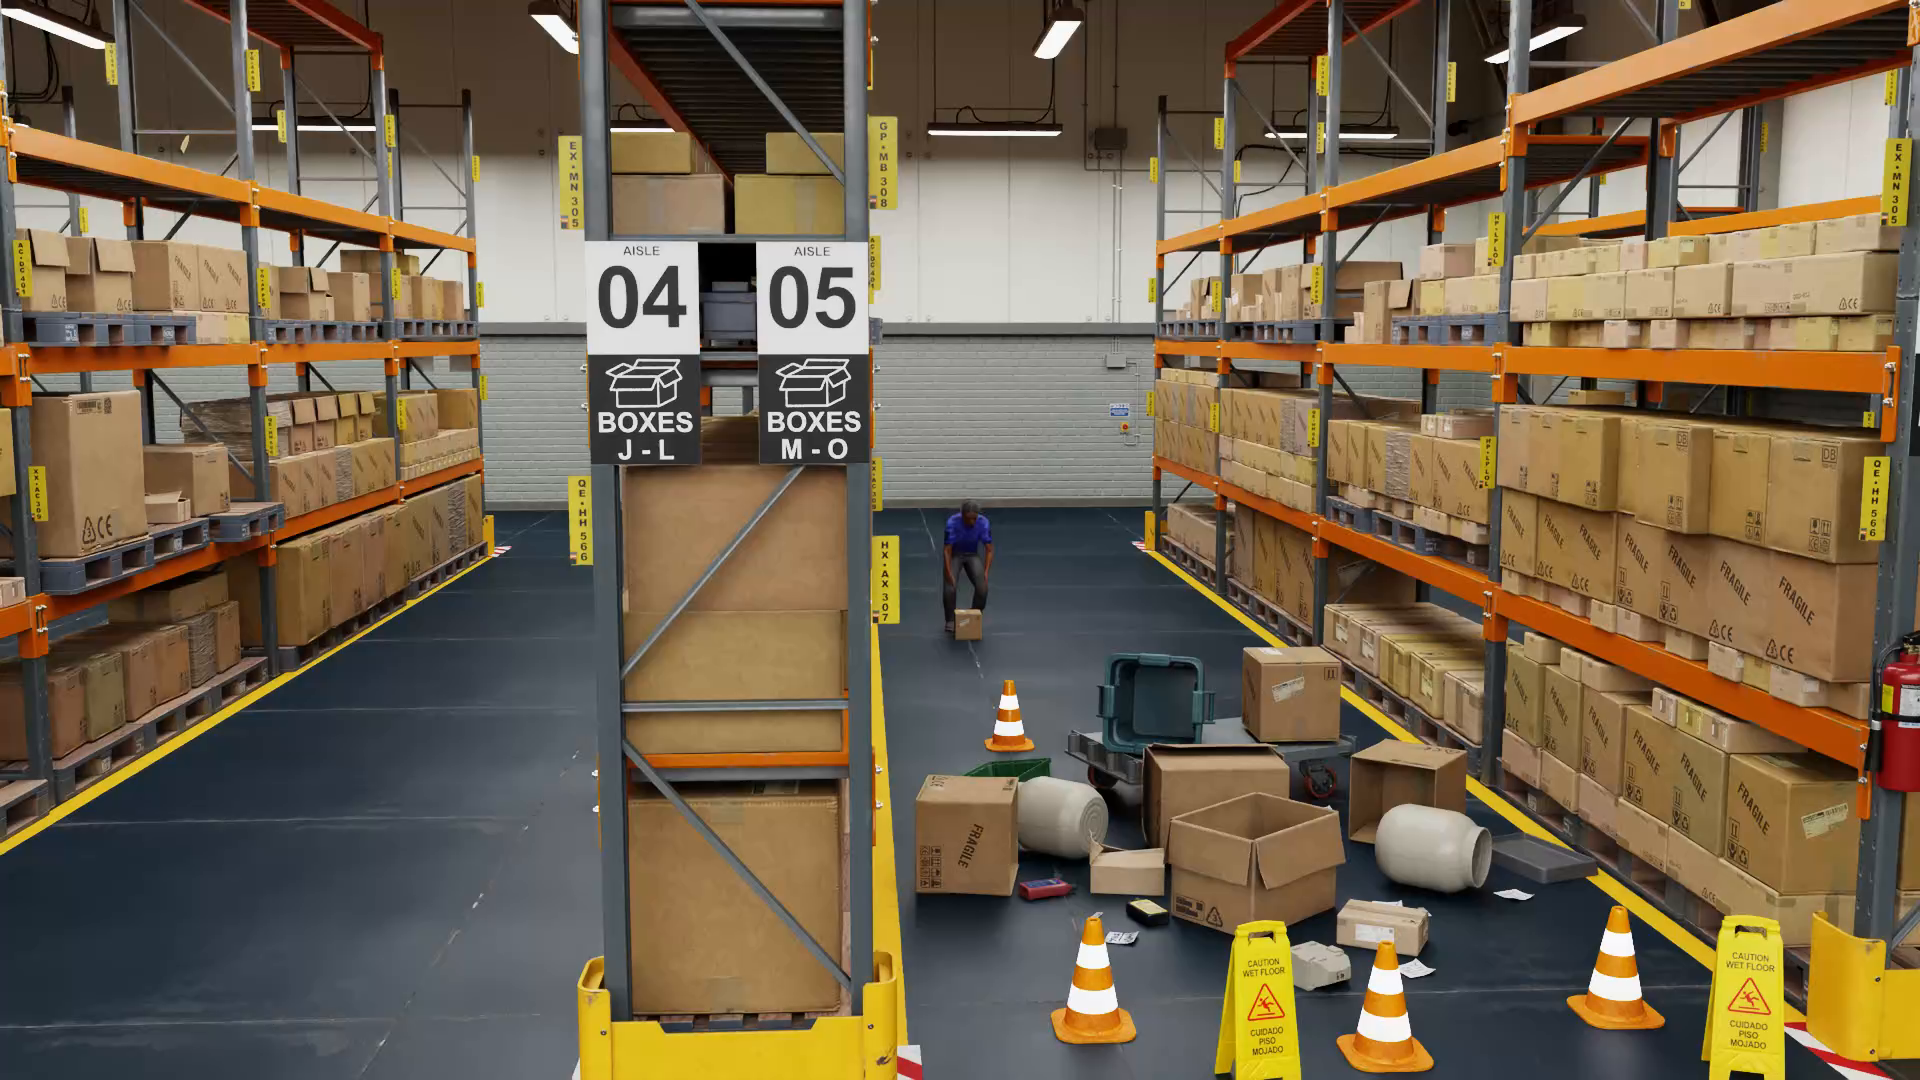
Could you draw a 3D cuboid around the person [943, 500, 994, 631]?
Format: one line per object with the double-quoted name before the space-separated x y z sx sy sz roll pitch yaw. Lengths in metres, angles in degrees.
"person" 0.077 0.240 16.297 0.497 1.306 0.669 0 7 -4
